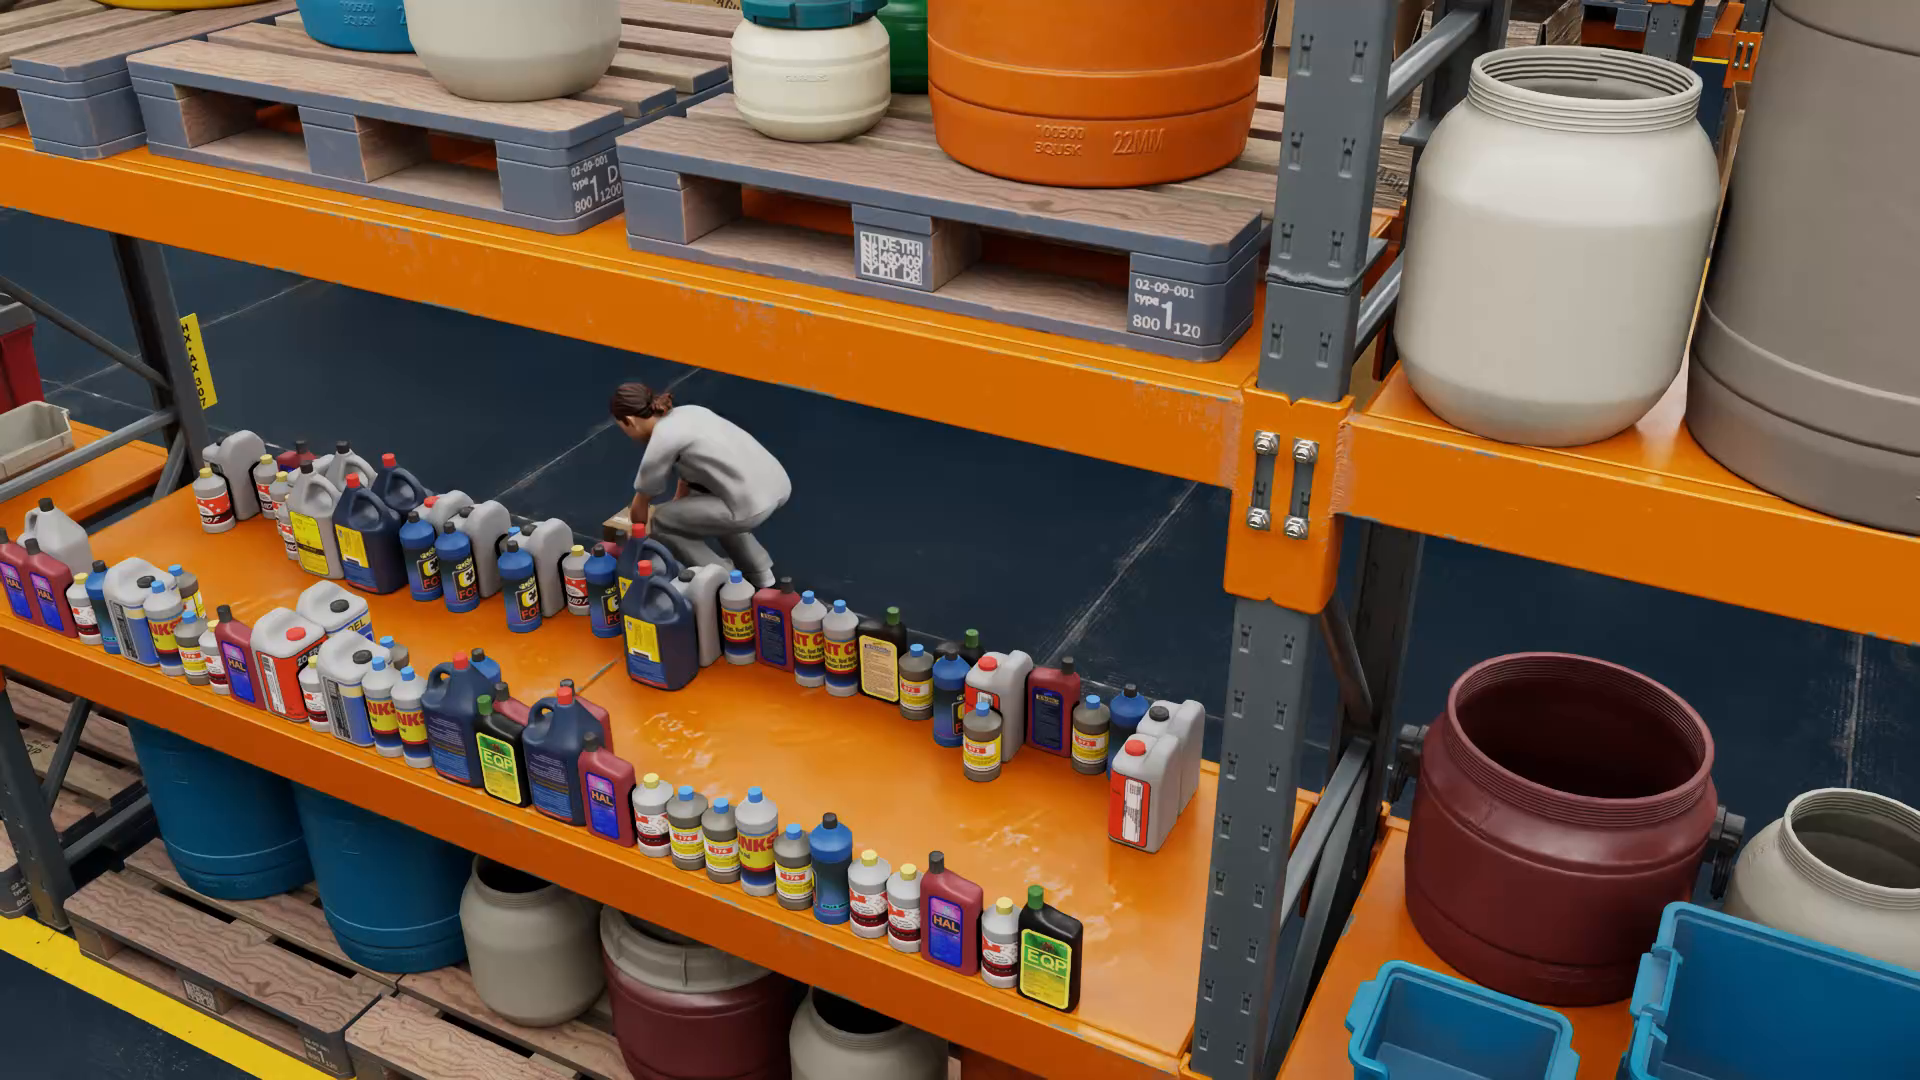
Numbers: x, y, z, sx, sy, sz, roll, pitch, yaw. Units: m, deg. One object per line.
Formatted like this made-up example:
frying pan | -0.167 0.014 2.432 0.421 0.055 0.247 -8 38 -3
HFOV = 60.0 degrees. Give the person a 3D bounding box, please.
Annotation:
person | -1.124 -0.200 7.199 0.791 0.951 0.484 14 33 23
